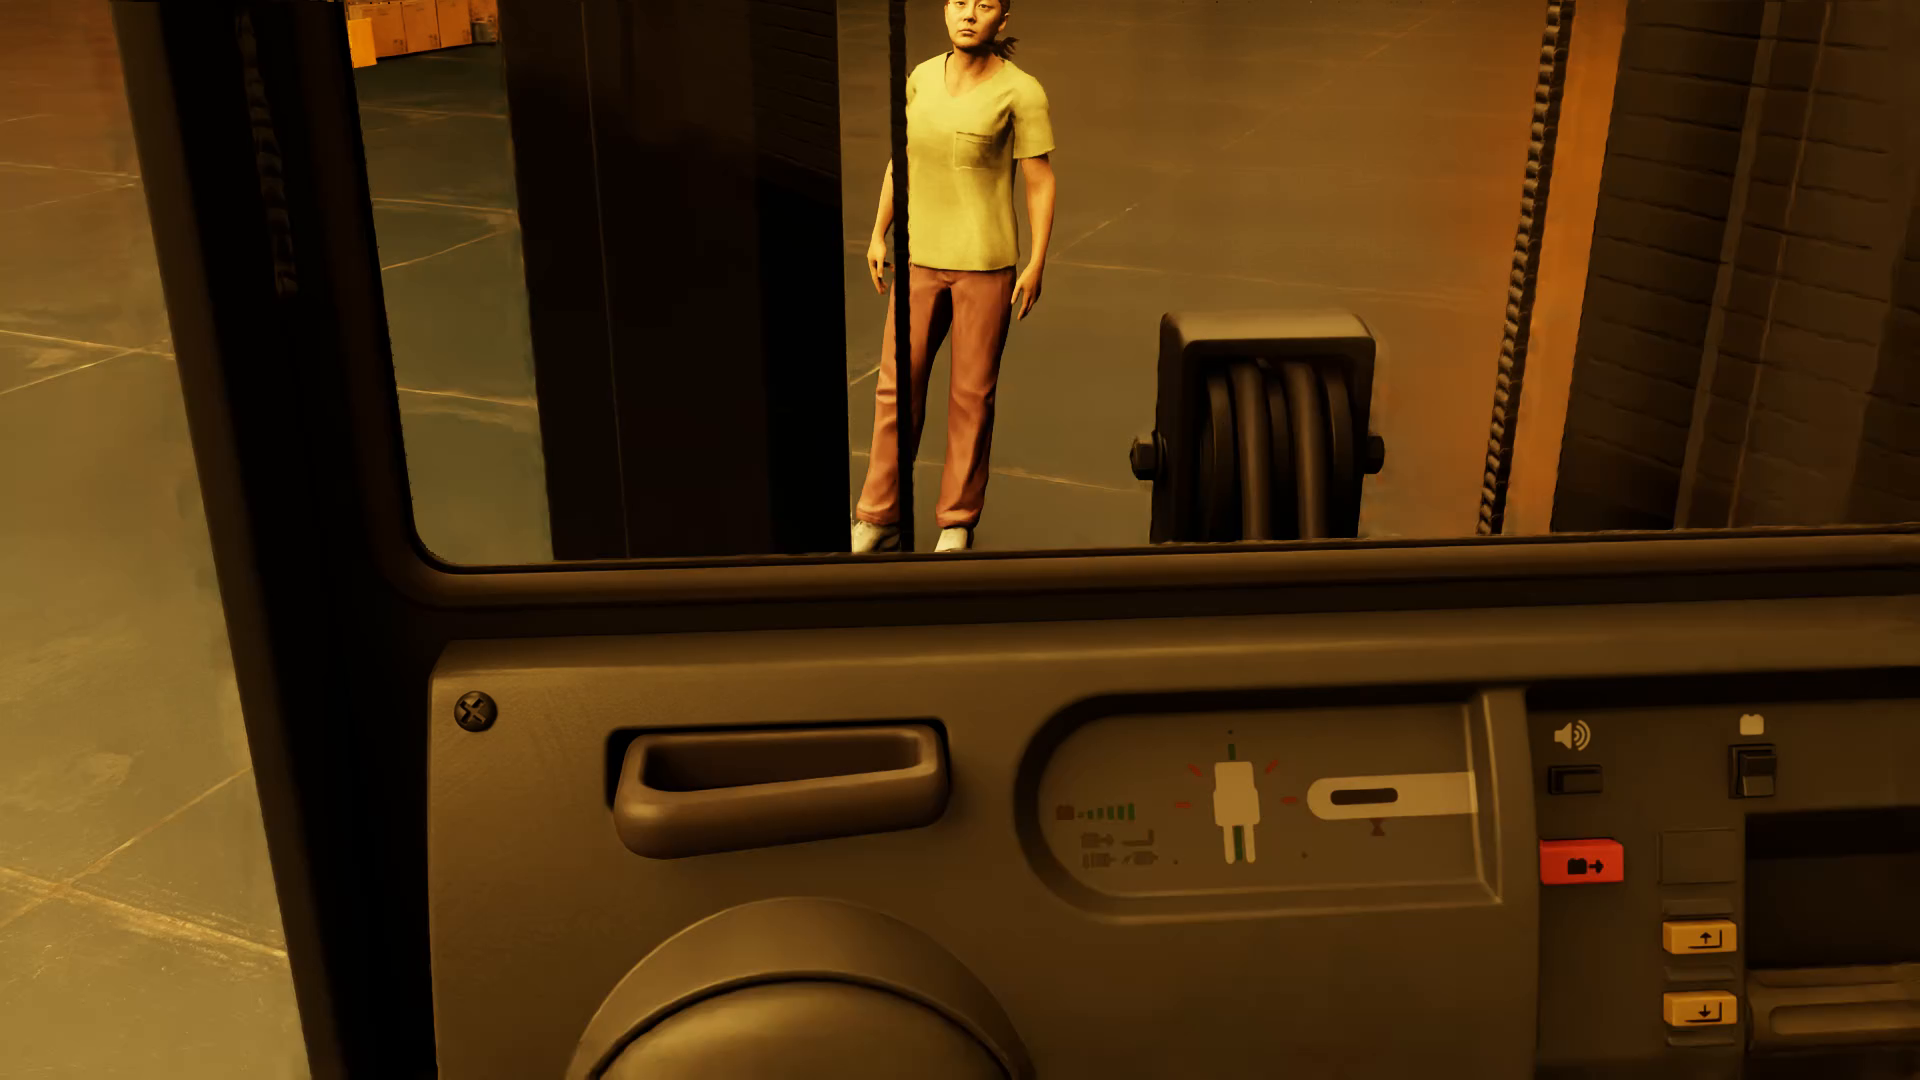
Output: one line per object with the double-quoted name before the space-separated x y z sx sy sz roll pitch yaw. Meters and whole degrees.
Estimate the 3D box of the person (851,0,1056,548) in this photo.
"person" -0.038 -0.755 4.708 0.555 1.675 0.549 9 24 21
